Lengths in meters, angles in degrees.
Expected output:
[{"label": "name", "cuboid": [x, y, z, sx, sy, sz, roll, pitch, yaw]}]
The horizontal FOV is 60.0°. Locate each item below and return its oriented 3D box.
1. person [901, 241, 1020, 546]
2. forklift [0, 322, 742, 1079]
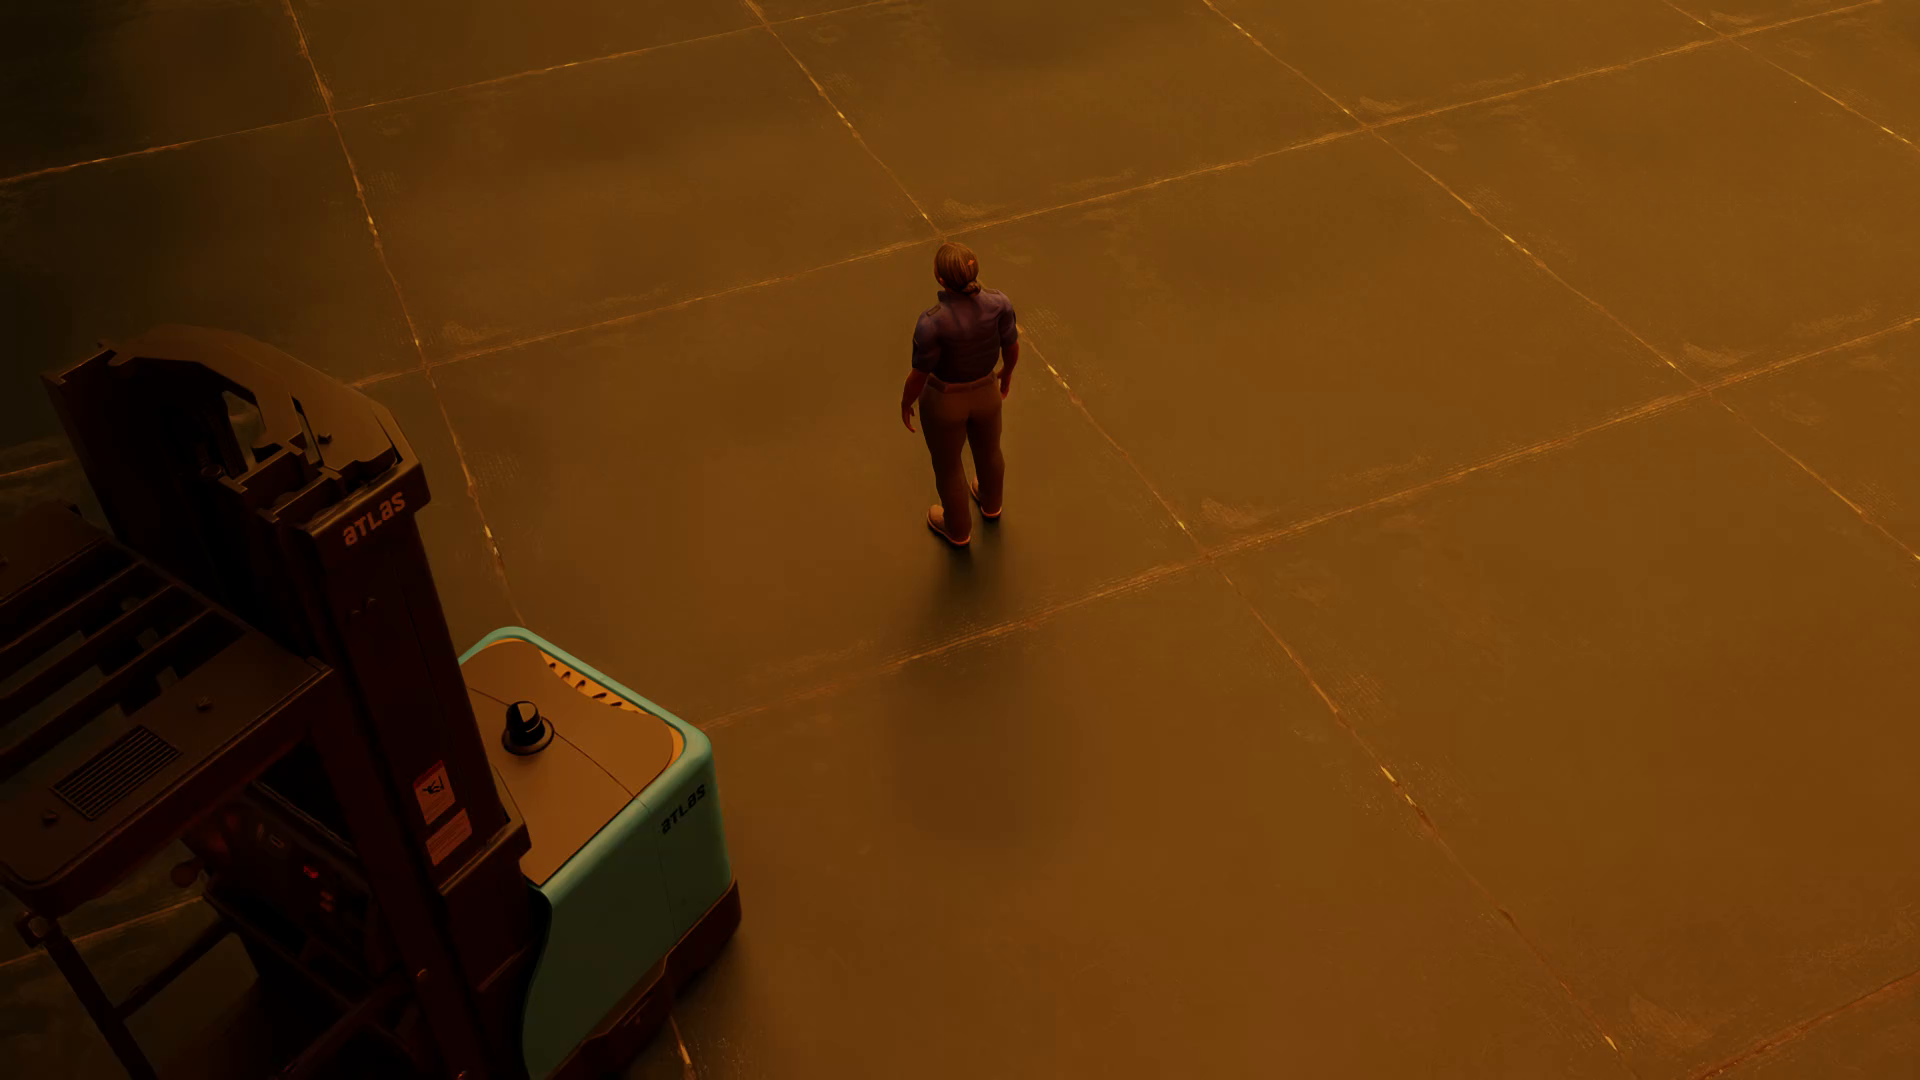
[{"label": "person", "cuboid": [-0.019, -0.670, 7.323, 0.570, 1.654, 0.504, -18, 46, -18]}, {"label": "forklift", "cuboid": [-2.074, 1.009, 4.599, 1.130, 2.935, 3.031, 26, 49, 25]}]
